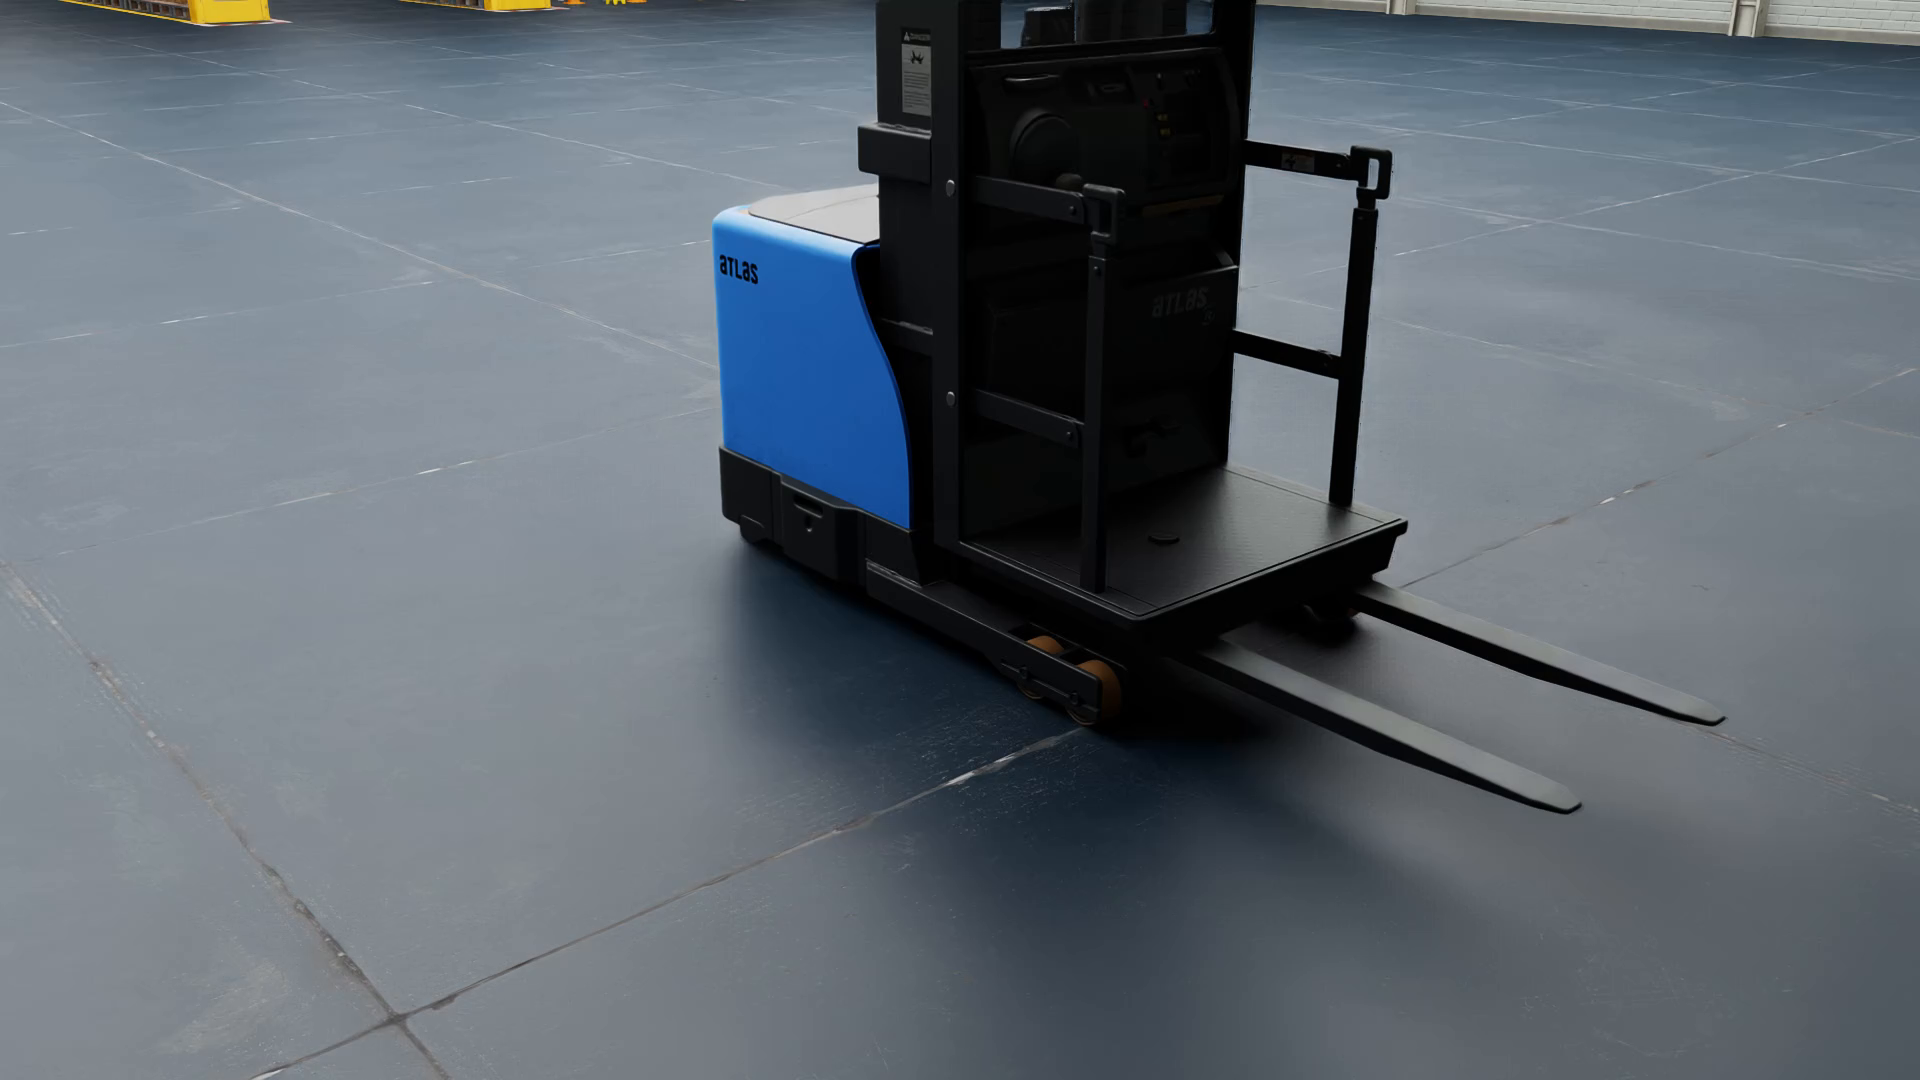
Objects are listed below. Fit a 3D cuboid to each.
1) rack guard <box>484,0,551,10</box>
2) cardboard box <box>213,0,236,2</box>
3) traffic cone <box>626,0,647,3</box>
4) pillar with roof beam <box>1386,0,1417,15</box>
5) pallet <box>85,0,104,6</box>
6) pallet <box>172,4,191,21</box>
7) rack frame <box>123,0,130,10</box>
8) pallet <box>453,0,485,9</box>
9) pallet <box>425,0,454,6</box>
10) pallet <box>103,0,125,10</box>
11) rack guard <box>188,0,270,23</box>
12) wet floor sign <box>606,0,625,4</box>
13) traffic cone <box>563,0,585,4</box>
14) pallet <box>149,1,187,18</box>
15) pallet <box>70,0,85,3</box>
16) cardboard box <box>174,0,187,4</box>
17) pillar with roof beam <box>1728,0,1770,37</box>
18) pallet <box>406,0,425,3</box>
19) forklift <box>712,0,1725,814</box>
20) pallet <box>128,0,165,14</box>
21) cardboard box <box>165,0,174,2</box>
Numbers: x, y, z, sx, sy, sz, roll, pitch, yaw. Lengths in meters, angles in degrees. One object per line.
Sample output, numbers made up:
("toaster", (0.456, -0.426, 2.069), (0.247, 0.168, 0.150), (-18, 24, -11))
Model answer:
("rack guard", (-7.927, -9.768, 29.737), (1.175, 0.500, 0.348), (-17, 27, -37))
("cardboard box", (-12.161, -8.994, 27.185), (0.500, 0.500, 0.500), (-12, 24, -28))
("traffic cone", (-6.135, -10.417, 31.446), (0.336, 0.463, 0.334), (-17, 27, -37))
("pillar with roof beam", (4.299, -12.187, 24.261), (9.100, 9.000, 0.400), (-17, 27, -37))
("pallet", (-15.687, -10.144, 31.095), (1.003, 0.211, 1.213), (-17, 27, -37))
("pallet", (-12.319, -8.741, 27.512), (1.003, 0.211, 1.213), (-17, 27, -37))
("rack frame", (-14.377, -10.891, 29.177), (1.000, 3.000, 0.127), (-17, 27, -37))
("pallet", (-8.524, -9.842, 30.324), (1.003, 0.211, 1.213), (-17, 27, -37))
("pallet", (-9.316, -10.179, 31.184), (1.003, 0.211, 1.213), (-17, 27, -37))
("pallet", (-14.886, -9.807, 30.234), (1.003, 0.211, 1.213), (-17, 27, -37))
("rack guard", (-11.816, -8.643, 26.865), (1.175, 0.500, 0.348), (-17, 27, -37))
("wet floor sign", (-6.424, -10.306, 30.911), (0.232, 0.644, 0.267), (17, 27, 36))
("traffic cone", (-7.213, -10.242, 30.999), (0.336, 0.463, 0.334), (-17, 27, -37))
("pallet", (-13.111, -9.078, 28.372), (1.003, 0.211, 1.213), (-17, 27, -37))
("pallet", (-16.479, -10.481, 31.955), (1.003, 0.211, 1.213), (-17, 27, -37))
("cardboard box", (-12.971, -9.328, 28.039), (0.500, 0.500, 0.500), (-14, 26, -33))
("pillar with roof beam", (8.216, -10.530, 20.029), (9.100, 9.000, 0.400), (-17, 27, -37))
("pallet", (-10.116, -10.516, 32.045), (1.003, 0.211, 1.213), (-17, 27, -37))
("forklift", (0.541, -1.095, 4.262), (1.130, 2.935, 3.031), (-17, 27, -37))
("pallet", (-13.912, -9.415, 29.233), (1.003, 0.211, 1.213), (-17, 27, -37))
("cardboard box", (-13.302, -9.493, 28.460), (0.500, 0.500, 0.500), (19, 29, 40))
